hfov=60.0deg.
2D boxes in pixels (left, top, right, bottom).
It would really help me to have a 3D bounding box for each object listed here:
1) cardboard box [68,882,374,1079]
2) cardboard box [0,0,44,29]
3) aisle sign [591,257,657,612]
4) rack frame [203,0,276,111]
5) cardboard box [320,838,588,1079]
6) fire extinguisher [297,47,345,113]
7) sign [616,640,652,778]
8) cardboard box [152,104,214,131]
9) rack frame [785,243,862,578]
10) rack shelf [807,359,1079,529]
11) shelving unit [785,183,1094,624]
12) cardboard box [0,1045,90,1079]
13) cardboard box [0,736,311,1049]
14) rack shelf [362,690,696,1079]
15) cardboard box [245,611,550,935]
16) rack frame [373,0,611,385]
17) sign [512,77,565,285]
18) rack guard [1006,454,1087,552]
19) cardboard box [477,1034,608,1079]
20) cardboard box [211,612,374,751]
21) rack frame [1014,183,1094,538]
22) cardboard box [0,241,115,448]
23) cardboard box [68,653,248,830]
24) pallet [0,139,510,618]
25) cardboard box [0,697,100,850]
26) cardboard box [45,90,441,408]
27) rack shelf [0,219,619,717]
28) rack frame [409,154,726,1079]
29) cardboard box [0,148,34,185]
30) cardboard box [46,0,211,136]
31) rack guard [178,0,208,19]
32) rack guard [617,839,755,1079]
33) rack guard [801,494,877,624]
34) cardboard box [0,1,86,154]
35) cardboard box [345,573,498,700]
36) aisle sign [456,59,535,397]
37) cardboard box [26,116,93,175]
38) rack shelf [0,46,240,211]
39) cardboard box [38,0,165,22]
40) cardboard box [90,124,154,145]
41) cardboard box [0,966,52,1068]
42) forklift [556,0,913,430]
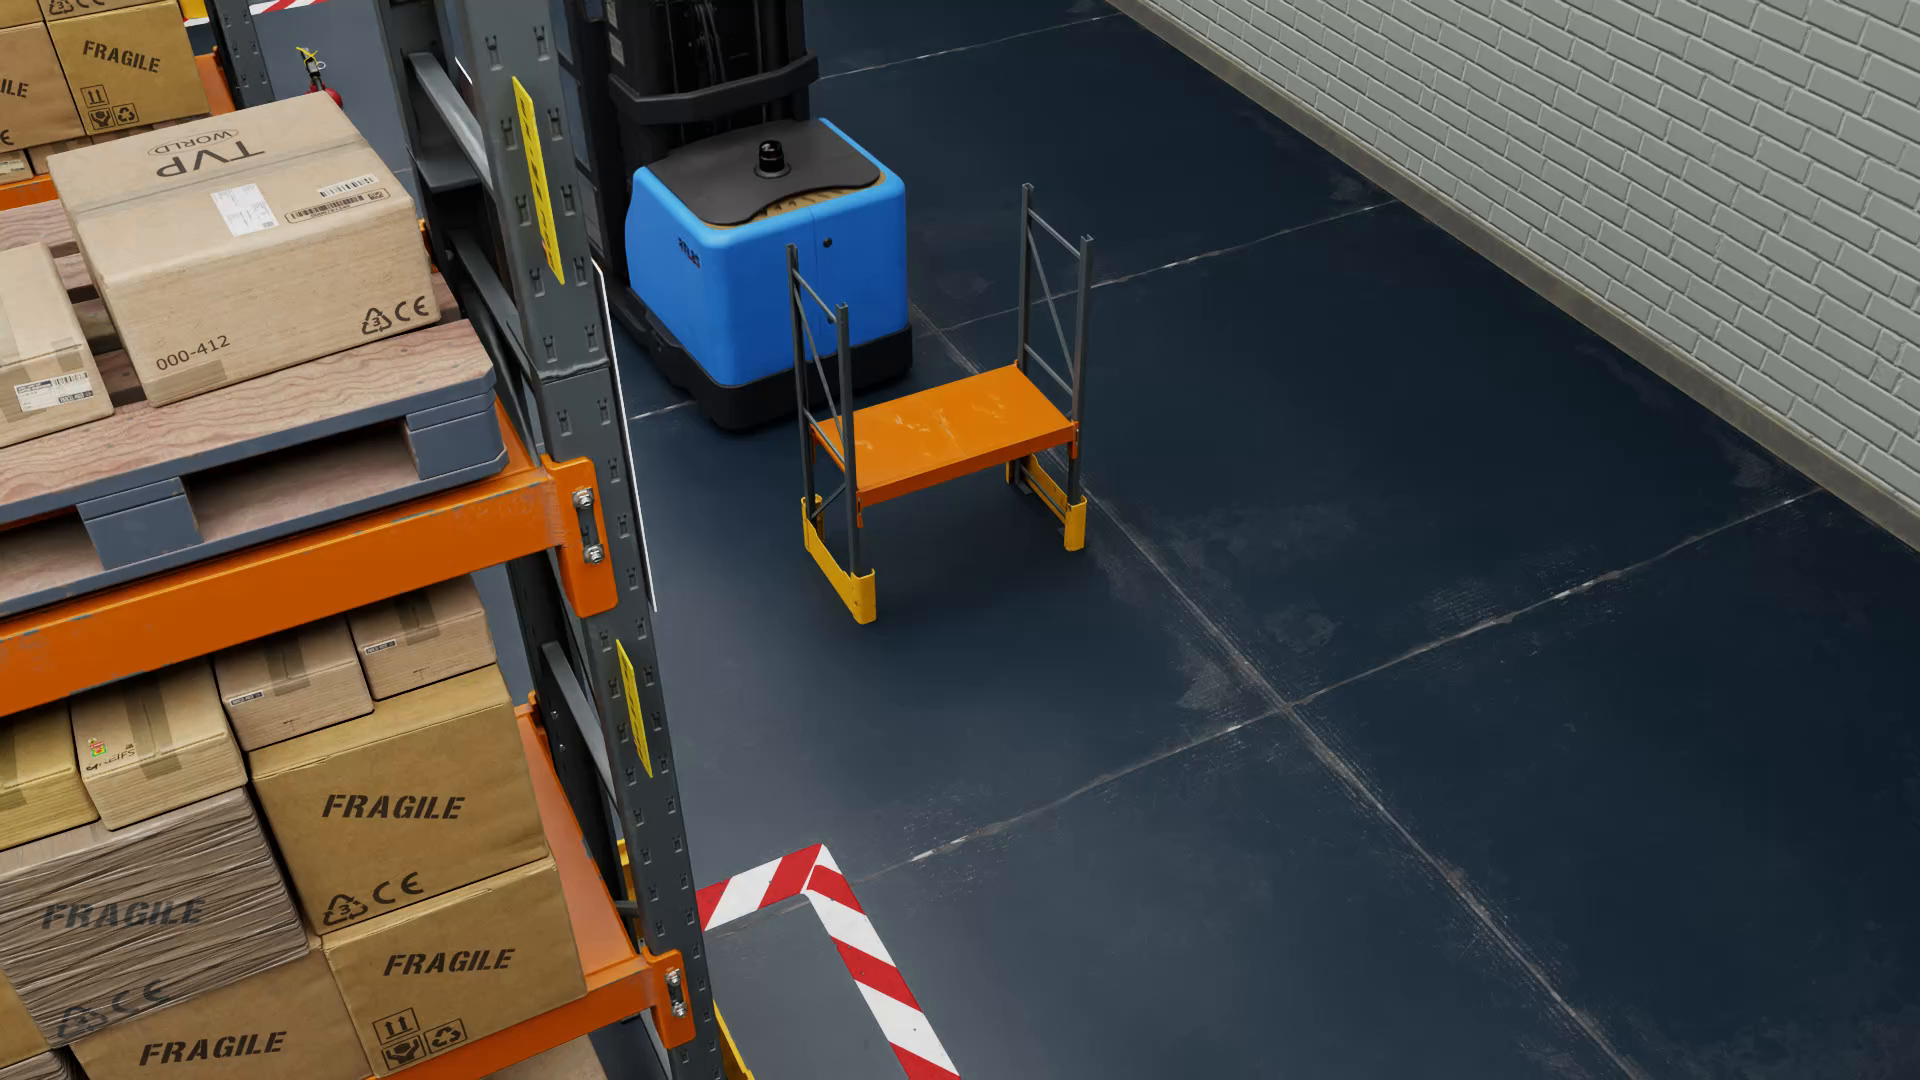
[{"bbox_3d":[-1.669,0.966,3.710,0.500,0.500,0.500,-20,44,-22],"label":"cardboard box"},{"bbox_3d":[-4.028,-2.342,6.614,0.500,0.500,0.500,-20,44,-22],"label":"cardboard box"},{"bbox_3d":[-0.705,-0.269,3.234,0.004,0.787,0.394,-19,44,-21],"label":"aisle sign"},{"bbox_3d":[-3.288,-2.239,7.573,0.127,3.000,1.000,-19,44,-21],"label":"rack frame"},{"bbox_3d":[-1.217,0.825,3.877,0.500,0.500,0.500,-18,44,-20],"label":"cardboard box"},{"bbox_3d":[-2.851,-1.878,7.495,0.183,0.674,0.296,-19,44,-21],"label":"fire extinguisher"},{"bbox_3d":[-0.673,0.350,3.435,0.005,0.325,0.100,-19,44,-21],"label":"sign"},{"bbox_3d":[-3.446,-1.884,7.348,0.250,0.149,0.380,-19,44,-21],"label":"cardboard box"},{"bbox_3d":[-0.527,-0.395,6.556,0.032,1.500,0.500,-19,44,-21],"label":"rack frame"},{"bbox_3d":[-0.076,-0.410,6.852,1.000,0.185,0.538,-19,44,-21],"label":"rack shelf"},{"bbox_3d":[-0.068,-0.550,6.739,1.083,1.500,0.587,-19,44,-21],"label":"shelving unit"},{"bbox_3d":[-2.121,1.125,3.522,0.500,0.500,0.500,-17,43,-19],"label":"cardboard box"},{"bbox_3d":[-1.679,0.601,3.367,0.500,0.500,0.500,-18,44,-20],"label":"cardboard box"},{"bbox_3d":[-2.685,1.439,3.785,4.000,0.370,1.077,-19,44,-21],"label":"rack shelf"},{"bbox_3d":[-1.229,0.428,3.572,0.500,0.500,0.500,-17,43,-19],"label":"cardboard box"},{"bbox_3d":[-0.912,-1.722,2.320,0.127,3.000,1.000,-19,44,-21],"label":"rack frame"},{"bbox_3d":[-0.673,-0.570,2.656,0.005,0.325,0.100,-19,44,-21],"label":"sign"},{"bbox_3d":[0.374,-0.221,7.318,0.087,0.250,0.587,-19,44,-21],"label":"rack guard"},{"bbox_3d":[-1.451,1.639,4.650,0.875,0.438,0.875,-20,44,-22],"label":"cardboard box"},{"bbox_3d":[-1.351,0.211,3.325,0.250,0.149,0.380,-18,43,-20],"label":"cardboard box"},{"bbox_3d":[0.375,-0.699,6.915,0.032,1.500,0.500,-19,44,-21],"label":"rack frame"},{"bbox_3d":[-1.604,-0.323,2.781,0.250,0.149,0.380,-22,45,-24],"label":"cardboard box"},{"bbox_3d":[-1.541,0.337,3.177,0.250,0.149,0.380,-19,44,-21],"label":"cardboard box"},{"bbox_3d":[-1.565,-0.316,3.049,1.213,0.211,1.003,-19,44,-21],"label":"pallet"},{"bbox_3d":[-1.784,0.388,3.116,0.250,0.149,0.380,-18,43,-20],"label":"cardboard box"},{"bbox_3d":[-1.269,-0.533,2.950,0.500,0.250,0.500,-23,45,-24],"label":"cardboard box"},{"bbox_3d":[-2.685,0.294,2.816,4.000,0.370,1.077,-19,44,-21],"label":"rack shelf"},{"bbox_3d":[-0.912,0.567,4.258,0.127,3.000,1.000,-19,44,-21],"label":"rack frame"},{"bbox_3d":[-4.115,-1.658,7.082,0.250,0.149,0.380,-17,43,-20],"label":"cardboard box"},{"bbox_3d":[-3.567,-2.109,7.112,0.500,0.500,0.500,-18,43,-20],"label":"cardboard box"},{"bbox_3d":[-5.468,-4.164,11.783,0.348,0.500,1.175,-19,44,-21],"label":"rack guard"},{"bbox_3d":[-0.890,1.514,5.074,0.348,0.500,1.175,-19,44,-21],"label":"rack guard"},{"bbox_3d":[-0.509,0.076,6.967,0.087,0.250,0.587,-19,44,-21],"label":"rack guard"},{"bbox_3d":[-4.027,-1.958,6.934,0.500,0.500,0.500,-19,44,-21],"label":"cardboard box"},{"bbox_3d":[-1.137,0.122,3.431,0.250,0.149,0.380,-18,43,-20],"label":"cardboard box"},{"bbox_3d":[-0.982,-0.613,3.640,0.004,0.787,0.394,-19,44,-21],"label":"aisle sign"},{"bbox_3d":[-3.900,-1.748,7.187,0.250,0.149,0.380,-19,44,-21],"label":"cardboard box"},{"bbox_3d":[-5.062,-1.368,7.101,4.000,0.370,1.077,-19,44,-21],"label":"rack shelf"},{"bbox_3d":[-3.579,-2.493,6.792,0.500,0.500,0.500,-19,44,-22],"label":"cardboard box"},{"bbox_3d":[-3.684,-1.831,7.286,0.250,0.149,0.380,-19,44,-21],"label":"cardboard box"},{"bbox_3d":[-2.119,0.746,3.195,0.500,0.500,0.500,-19,44,-21],"label":"cardboard box"},{"bbox_3d":[-1.442,-2.560,8.005,1.130,2.935,3.031,-22,45,-24],"label":"forklift"}]
